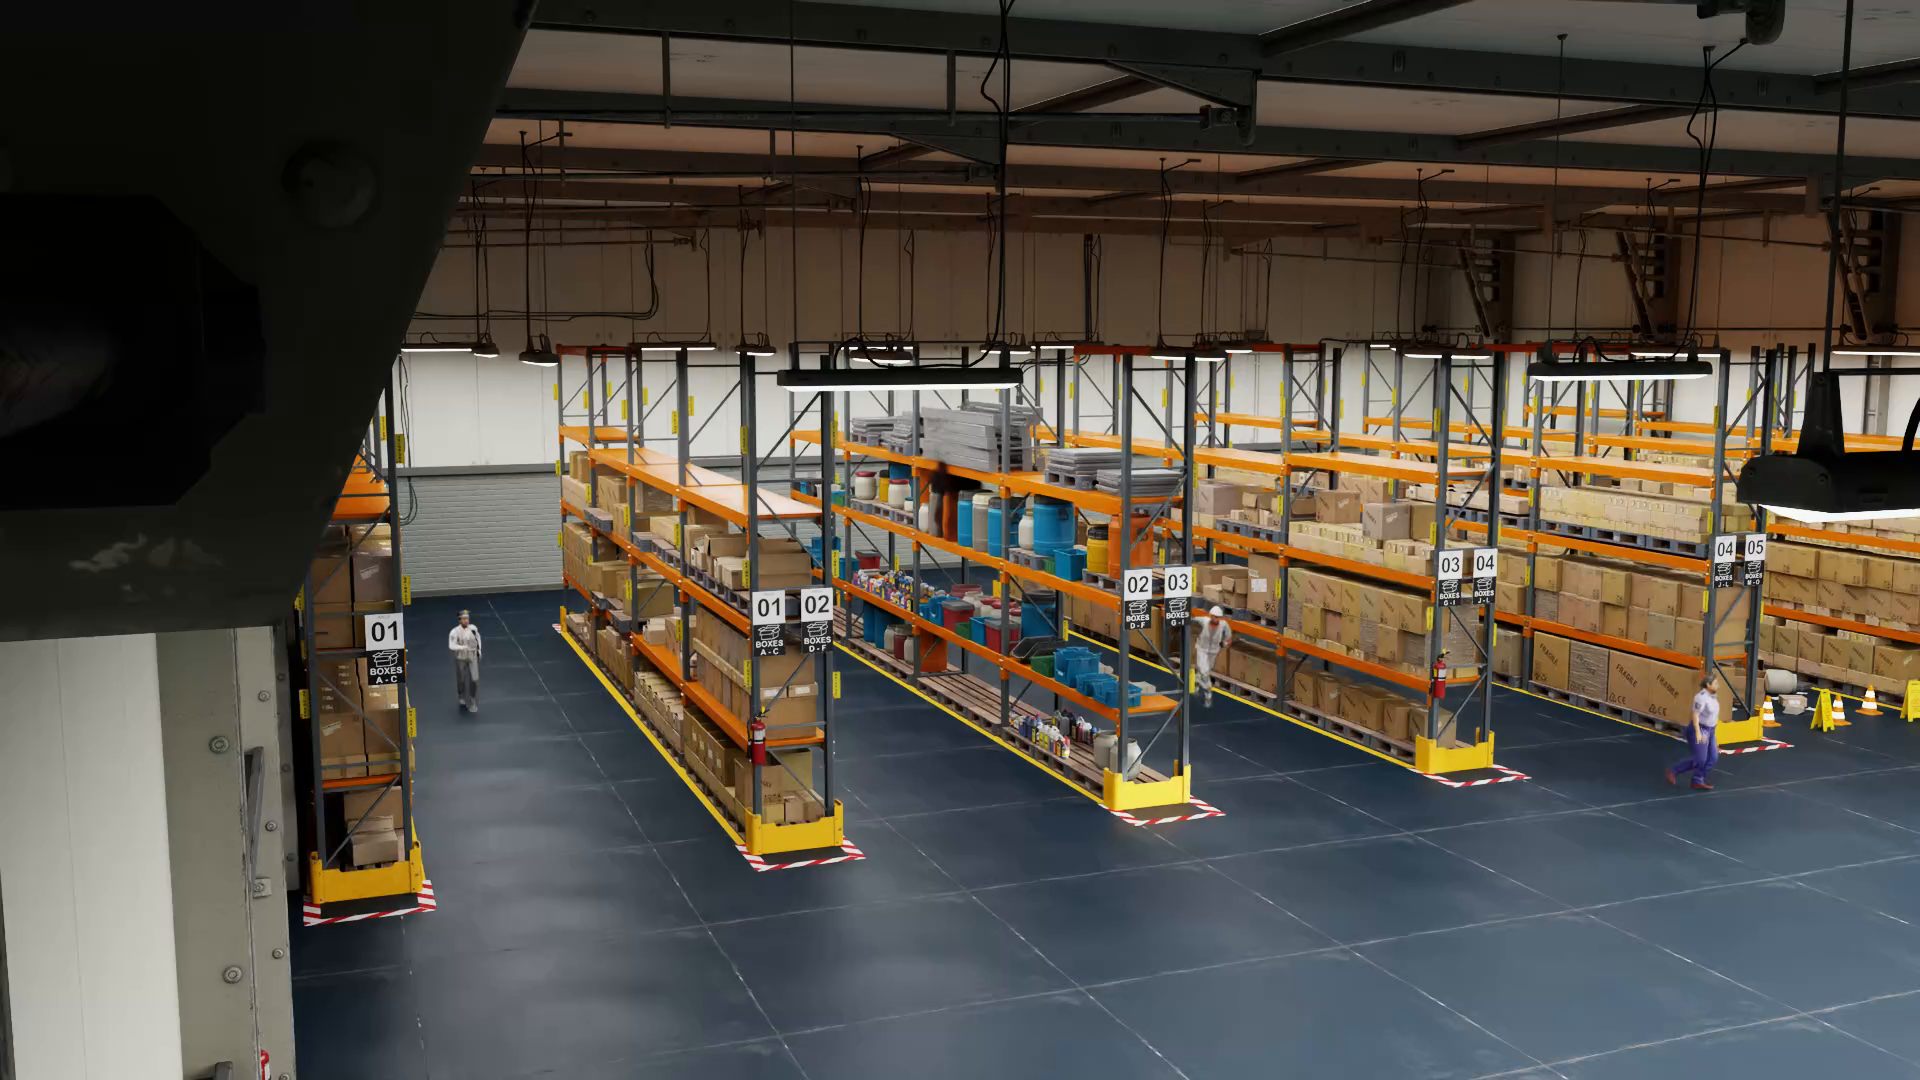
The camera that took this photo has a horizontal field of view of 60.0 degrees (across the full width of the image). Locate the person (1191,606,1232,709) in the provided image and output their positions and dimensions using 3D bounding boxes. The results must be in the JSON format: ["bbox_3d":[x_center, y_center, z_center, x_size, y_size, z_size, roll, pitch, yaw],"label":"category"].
[{"bbox_3d":[4.014,1.848,26.893,0.670,1.671,1.101,-1,7,-8],"label":"person"}]

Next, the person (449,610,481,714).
[{"bbox_3d":[-8.188,2.004,27.560,0.555,1.738,0.812,-3,8,-25],"label":"person"}]

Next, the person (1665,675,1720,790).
[{"bbox_3d":[10.093,2.638,22.873,0.758,1.582,0.540,-7,10,-42],"label":"person"}]
